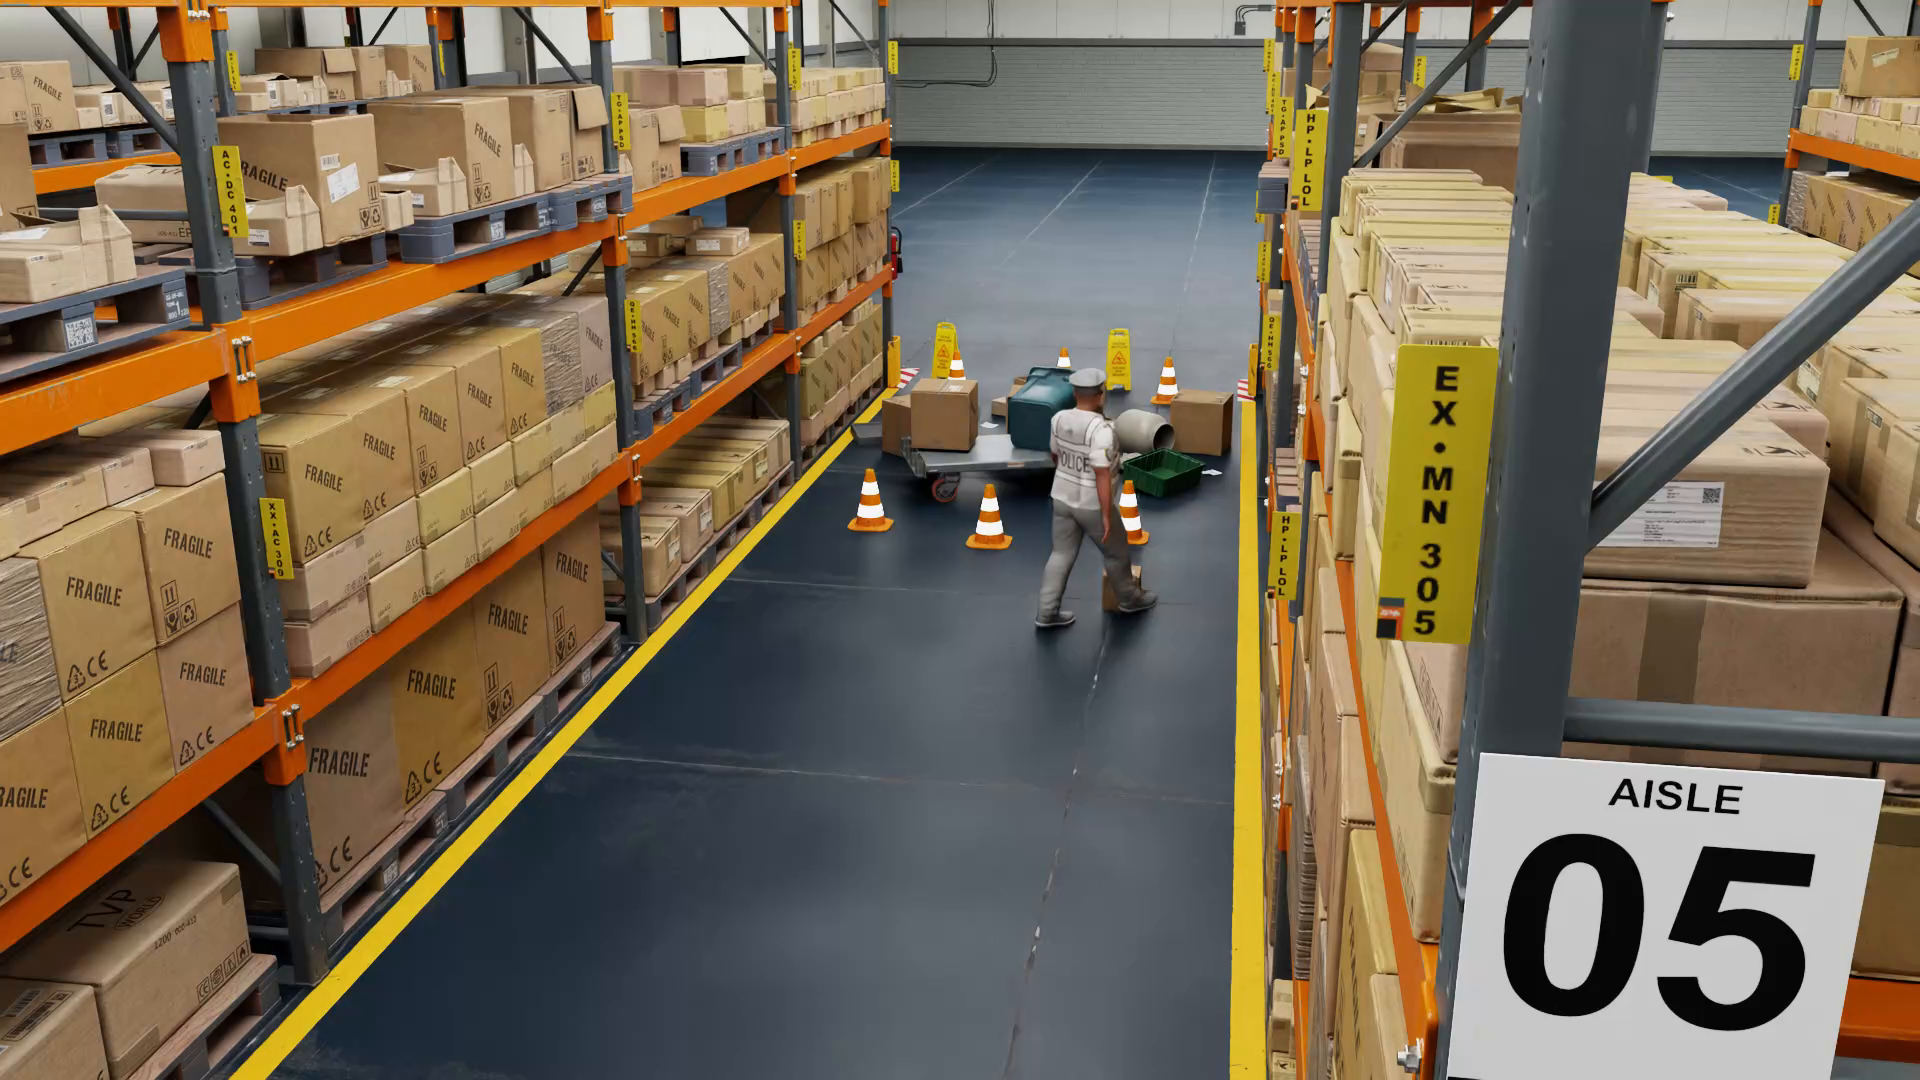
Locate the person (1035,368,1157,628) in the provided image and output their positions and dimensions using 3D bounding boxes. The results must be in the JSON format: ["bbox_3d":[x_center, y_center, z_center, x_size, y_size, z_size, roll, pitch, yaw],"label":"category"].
[{"bbox_3d":[0.933,-0.293,10.968,0.934,1.726,0.617,-16,24,-41],"label":"person"}]
